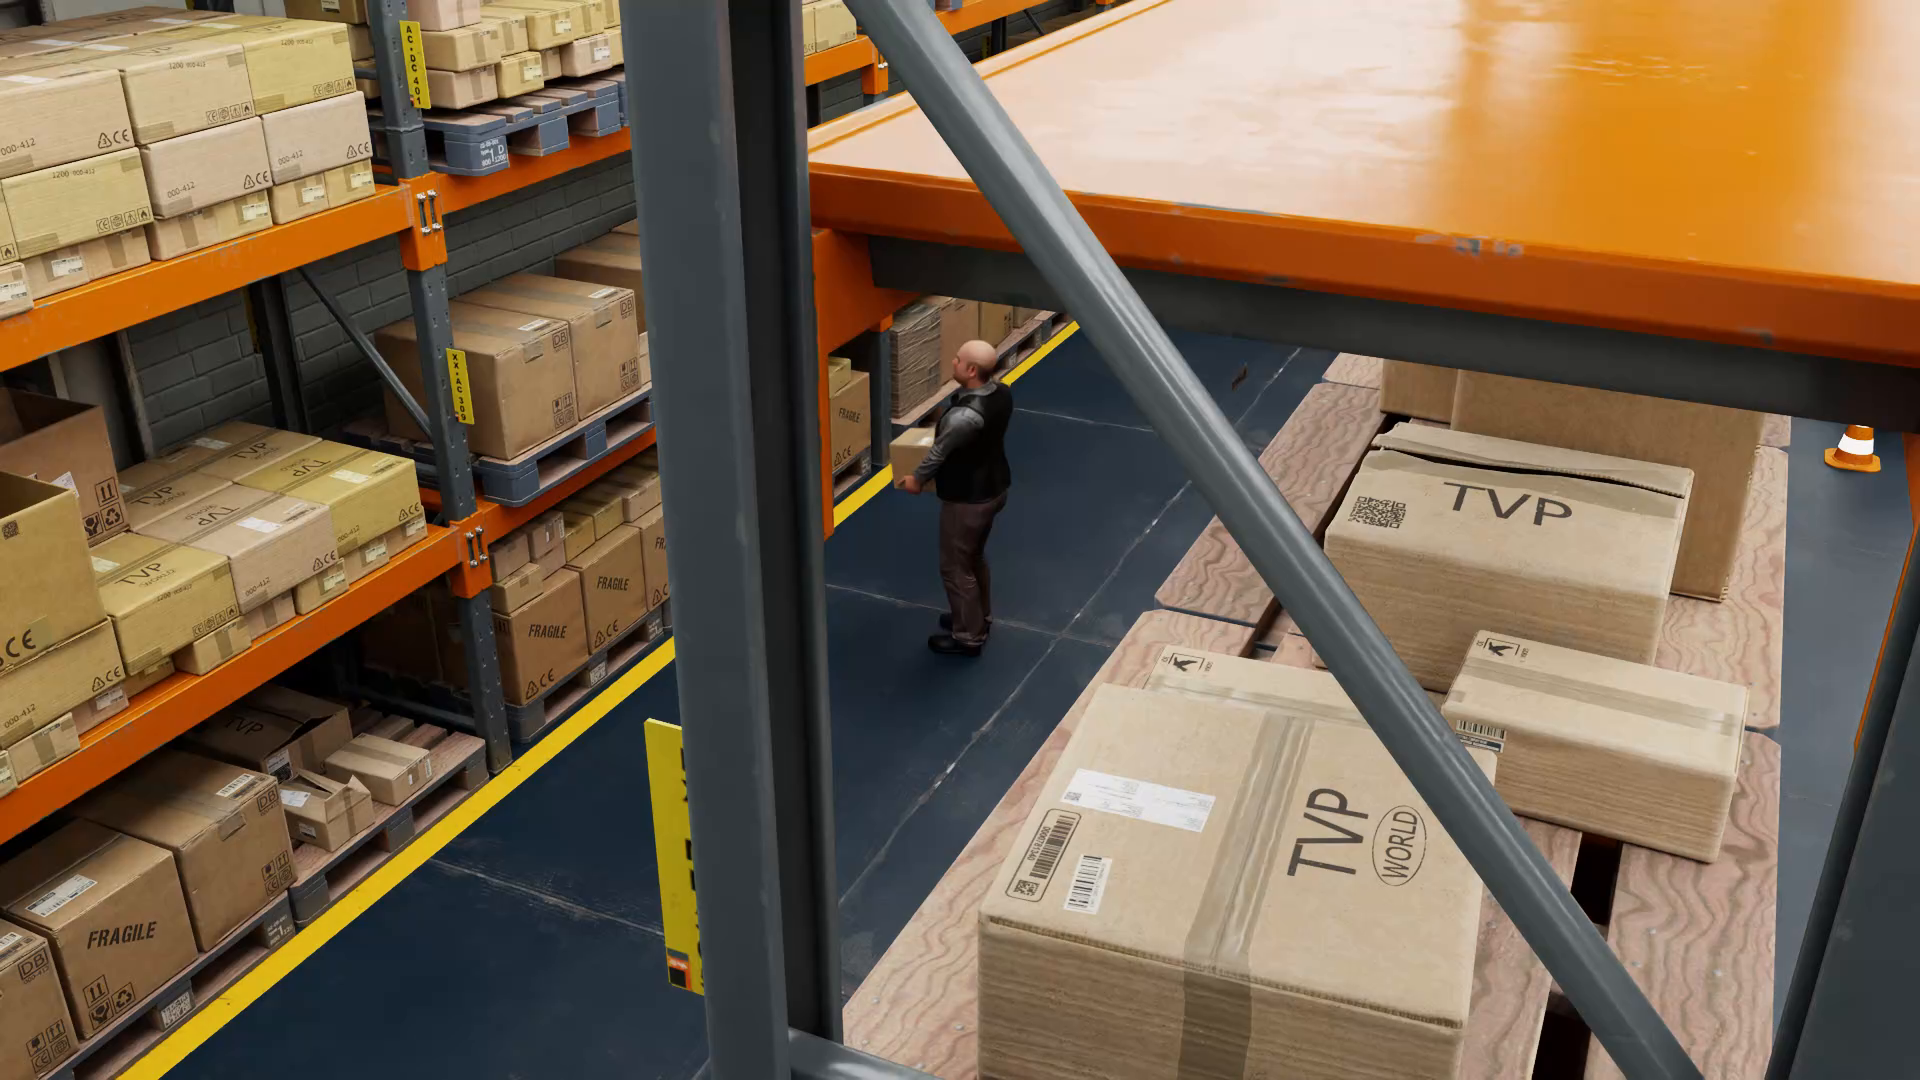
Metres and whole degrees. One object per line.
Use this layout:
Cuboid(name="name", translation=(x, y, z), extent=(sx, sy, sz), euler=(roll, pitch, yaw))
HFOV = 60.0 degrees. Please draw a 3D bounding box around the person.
Cuboid(name="person", translation=(-0.030, -0.199, 8.649), extent=(0.546, 1.637, 0.495), euler=(12, 28, 22))
